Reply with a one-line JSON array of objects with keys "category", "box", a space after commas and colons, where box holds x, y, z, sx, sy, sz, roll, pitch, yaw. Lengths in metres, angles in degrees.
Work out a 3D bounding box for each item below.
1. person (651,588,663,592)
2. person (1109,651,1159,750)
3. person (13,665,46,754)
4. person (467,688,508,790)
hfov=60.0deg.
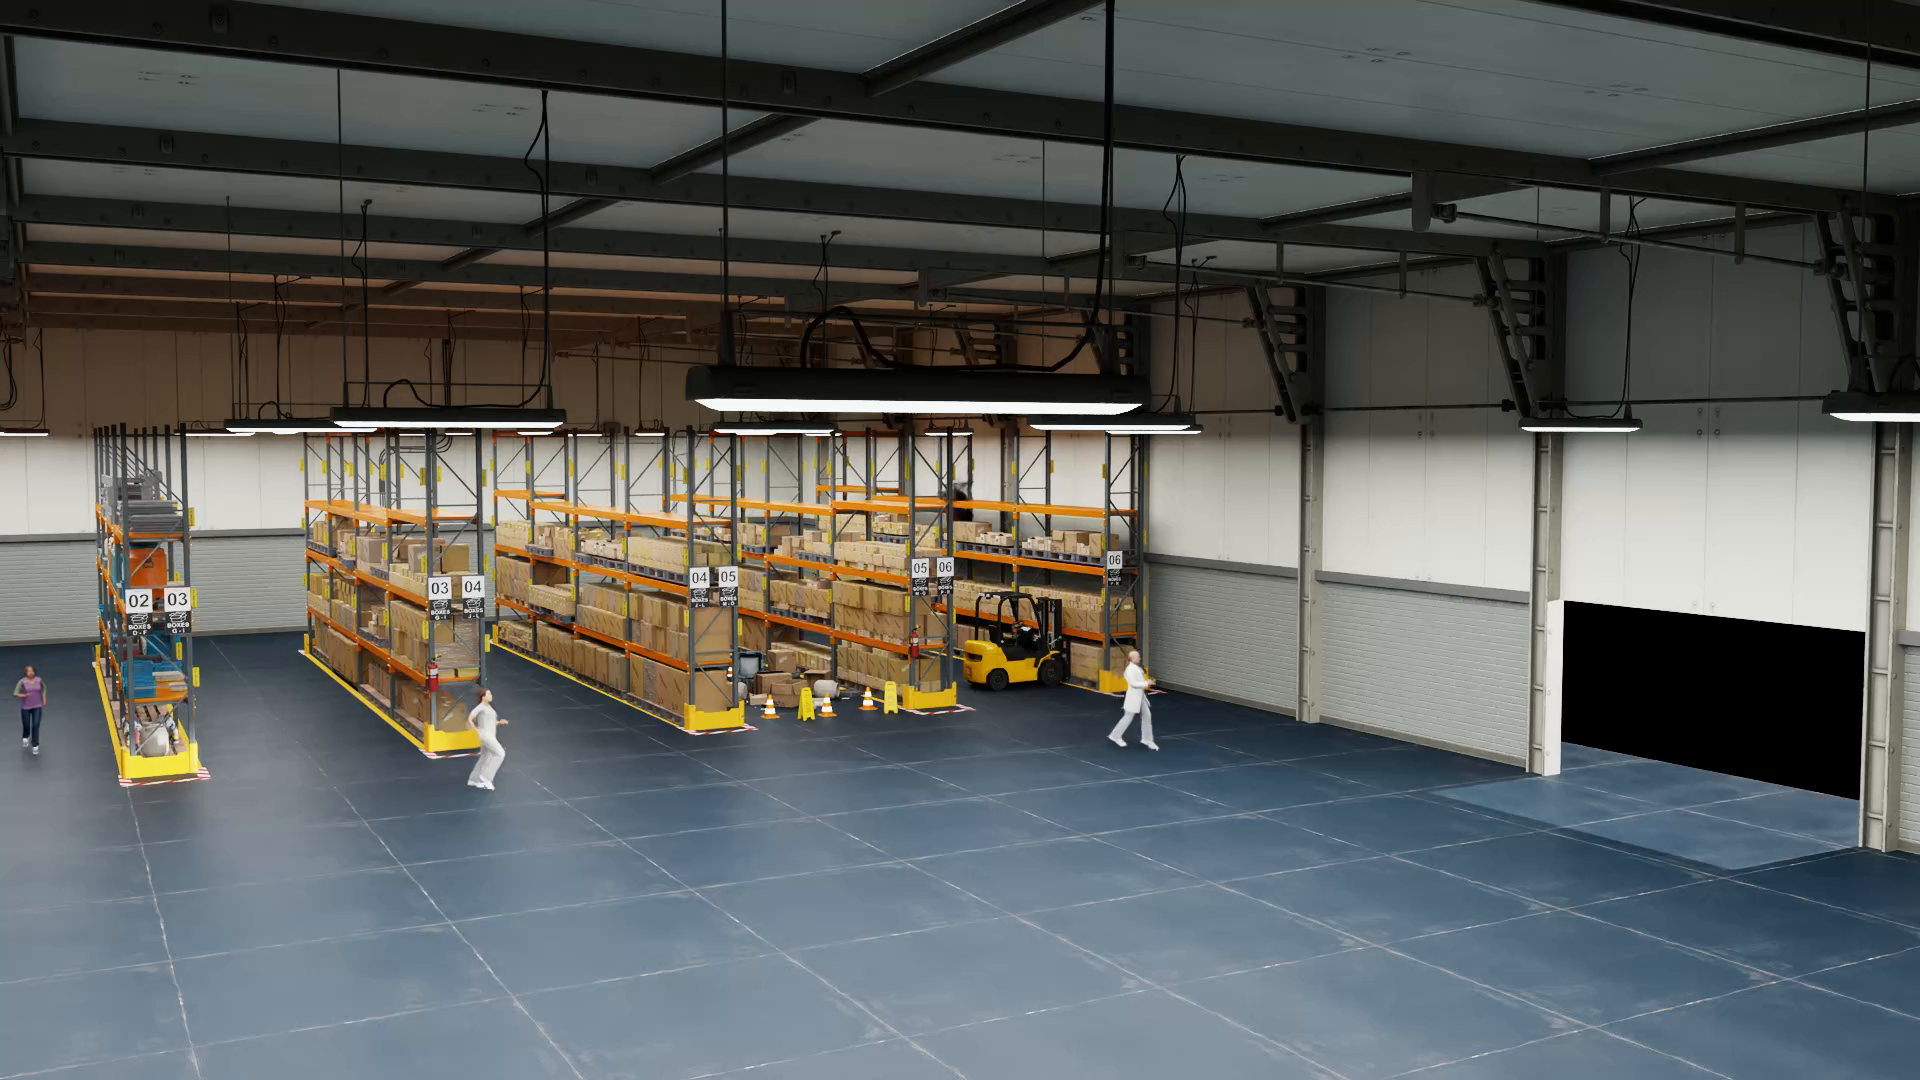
[{"category": "person", "box": [-9.116, 1.774, 50.552, 0.903, 1.756, 0.725, -1, 4, -10]}, {"category": "person", "box": [3.210, 2.964, 30.714, 0.930, 1.819, 0.677, 1, 4, 23]}, {"category": "person", "box": [-16.957, 3.068, 30.340, 0.568, 1.587, 0.853, -3, 4, -39]}, {"category": "person", "box": [-7.707, 3.241, 27.140, 0.672, 1.671, 0.535, 0, 3, -3]}]
